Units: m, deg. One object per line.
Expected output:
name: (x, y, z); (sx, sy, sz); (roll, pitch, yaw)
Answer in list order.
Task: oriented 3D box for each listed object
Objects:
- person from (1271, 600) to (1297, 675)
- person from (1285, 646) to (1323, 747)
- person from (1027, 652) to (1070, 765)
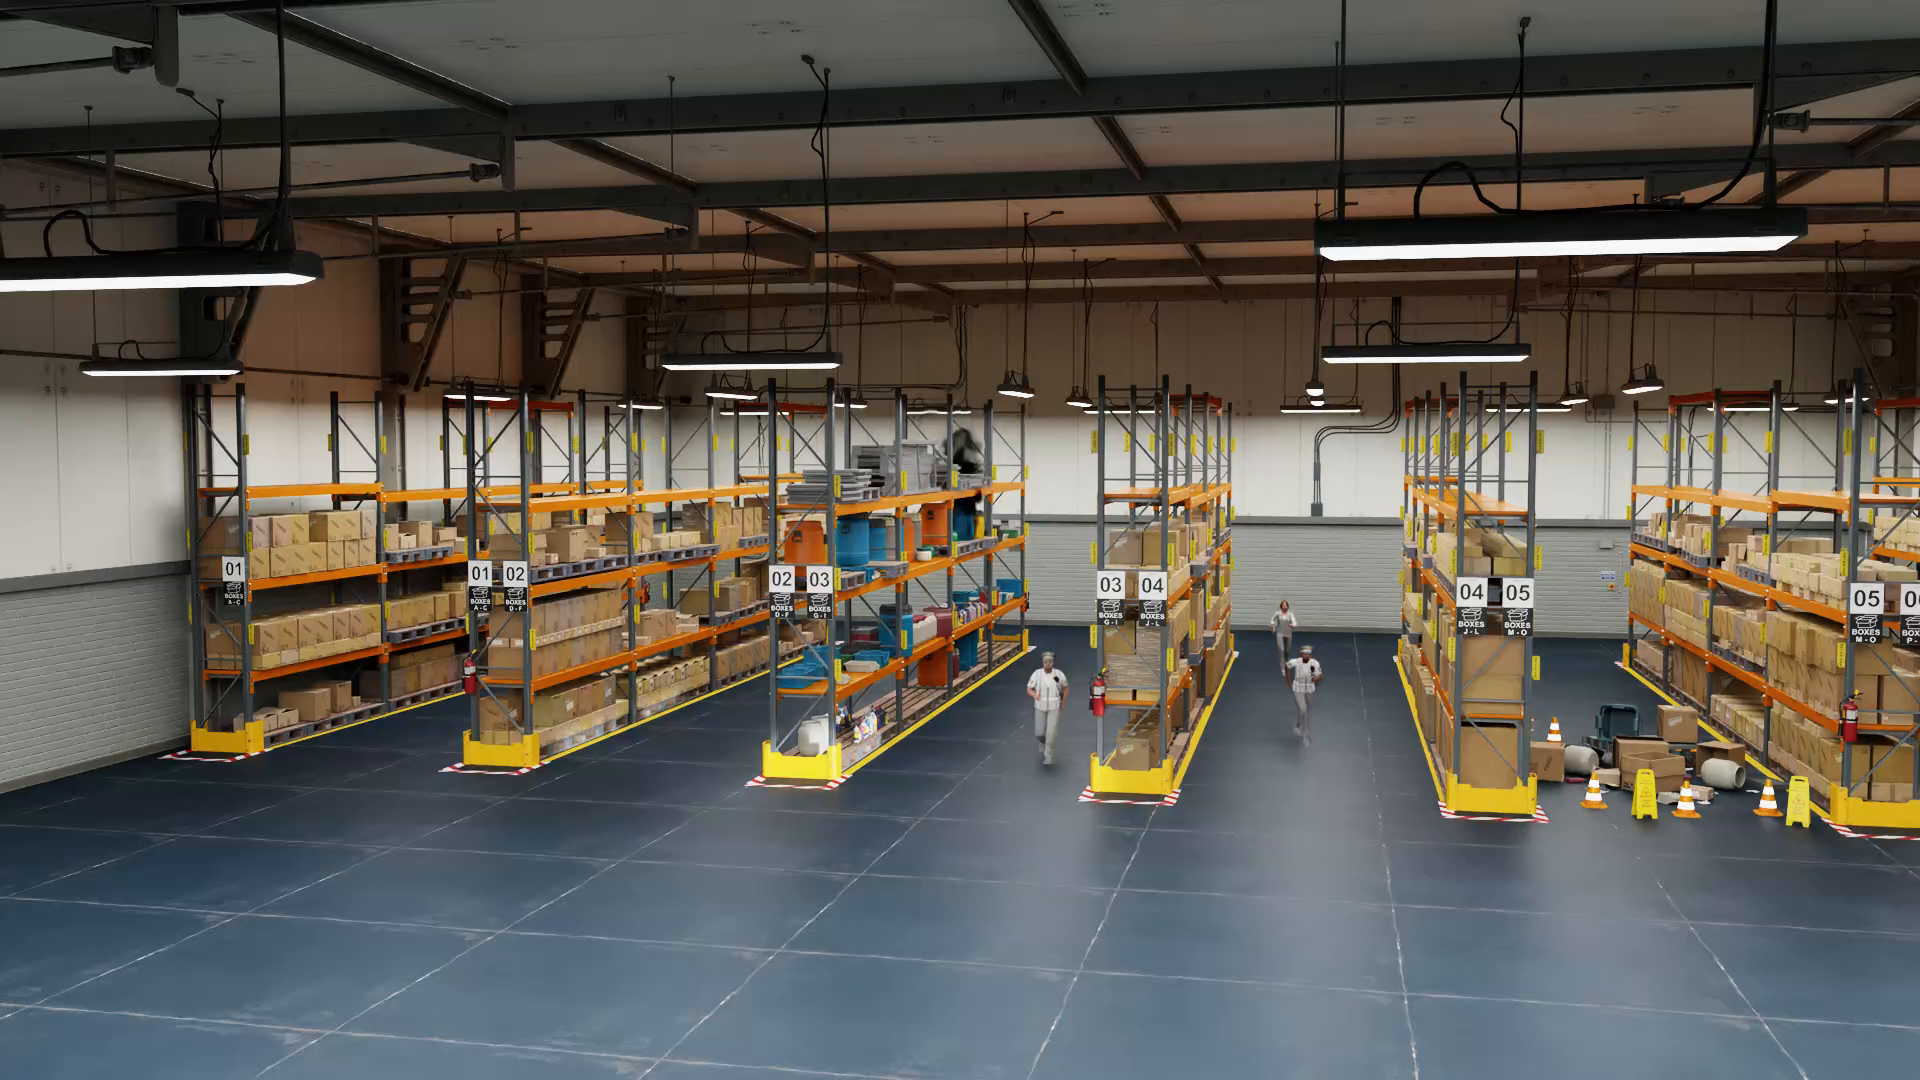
person: (7.075, 2.107, 36.330); (0.536, 1.584, 0.894); (0, 3, 3)
person: (5.772, 2.584, 28.026); (0.577, 1.700, 0.956); (0, 3, -6)
person: (1.390, 2.625, 26.228); (0.668, 1.749, 0.741); (0, 3, 6)
